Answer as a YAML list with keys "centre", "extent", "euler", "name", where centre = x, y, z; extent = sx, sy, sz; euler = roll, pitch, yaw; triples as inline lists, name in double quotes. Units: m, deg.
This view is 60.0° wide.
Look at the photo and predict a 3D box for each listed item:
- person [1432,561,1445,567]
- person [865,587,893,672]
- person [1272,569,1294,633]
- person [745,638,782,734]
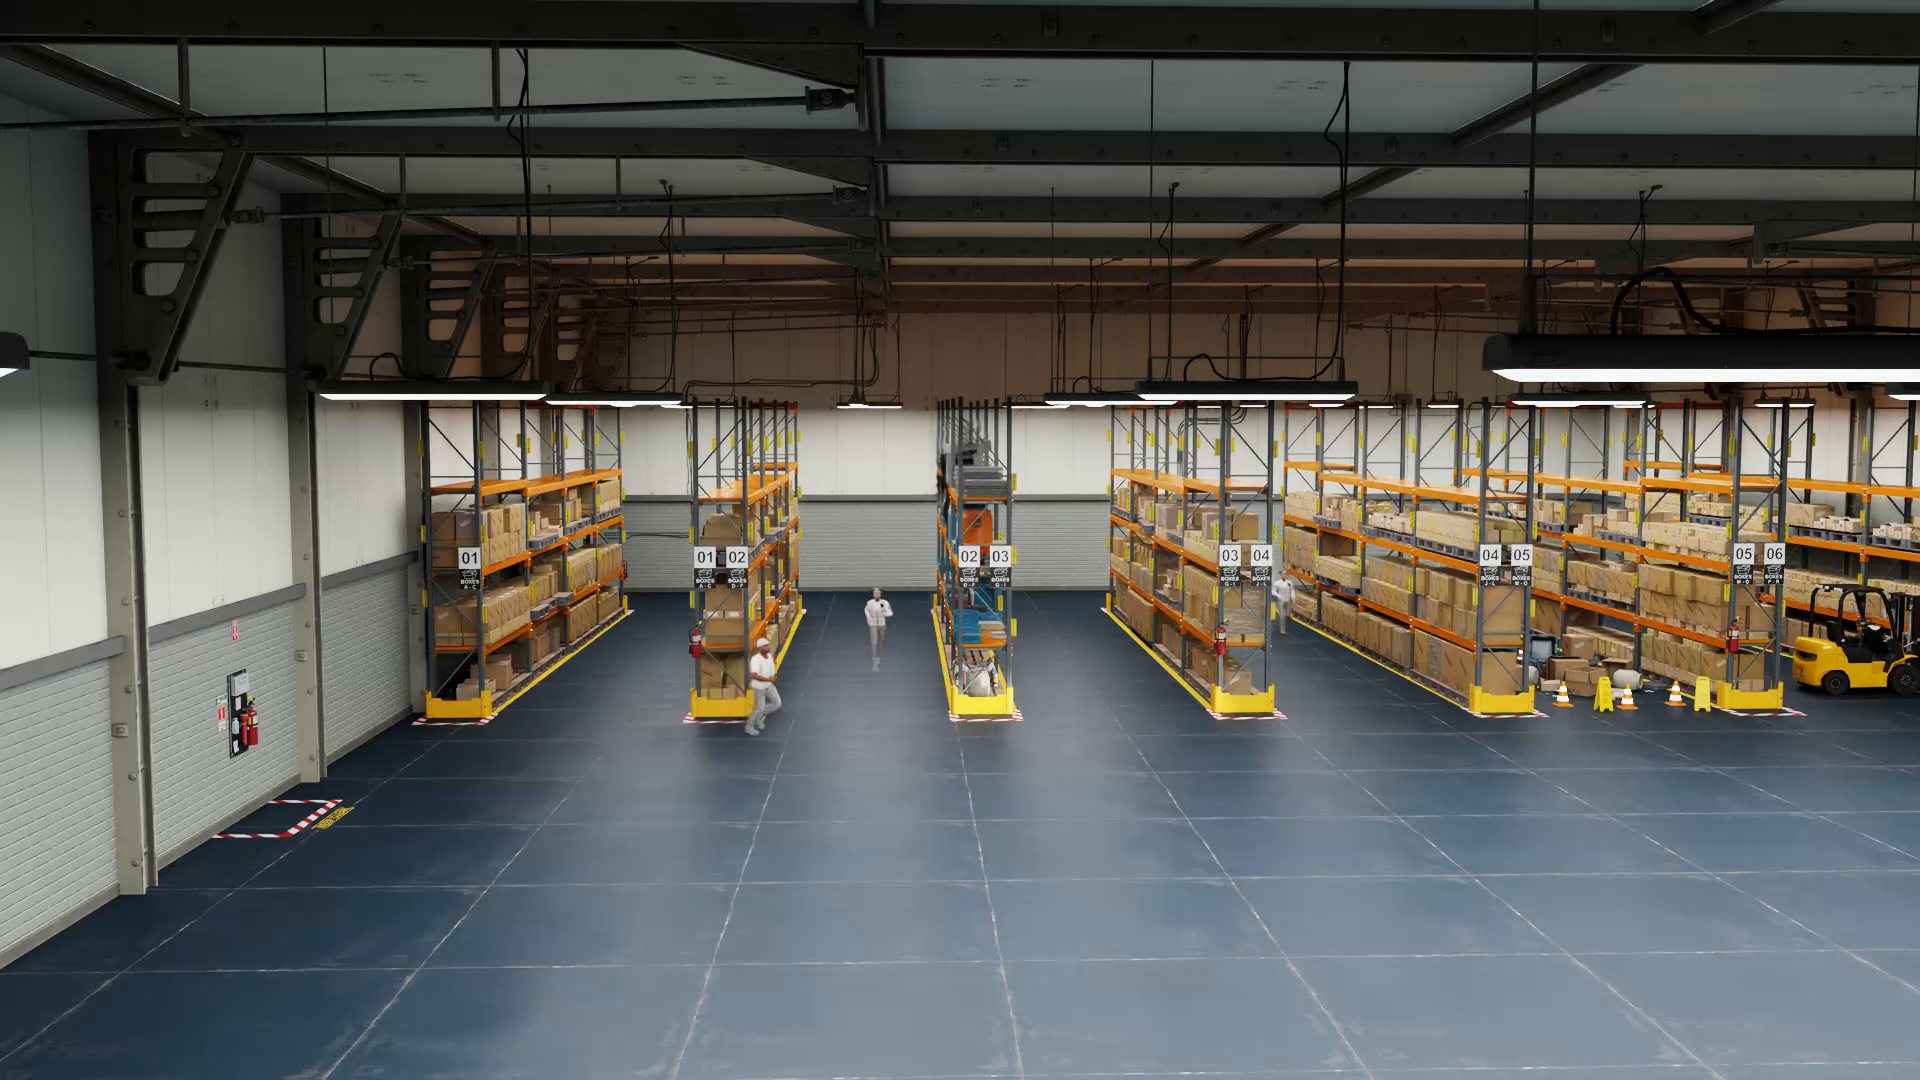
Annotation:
- centre: [14.223, 1.142, 49.297]
  extent: [0.684, 1.621, 0.558]
  euler: [1, 4, 11]
  name: "person"
- centre: [-1.720, 1.870, 35.287]
  extent: [0.585, 1.772, 0.743]
  euler: [0, 4, -5]
  name: "person"
- centre: [8.387, 1.586, 43.031]
  extent: [0.613, 1.652, 0.525]
  euler: [0, 4, -2]
  name: "person"
- centre: [-3.450, 2.582, 29.422]
  extent: [0.744, 1.715, 0.729]
  euler: [3, 5, 30]
  name: "person"
